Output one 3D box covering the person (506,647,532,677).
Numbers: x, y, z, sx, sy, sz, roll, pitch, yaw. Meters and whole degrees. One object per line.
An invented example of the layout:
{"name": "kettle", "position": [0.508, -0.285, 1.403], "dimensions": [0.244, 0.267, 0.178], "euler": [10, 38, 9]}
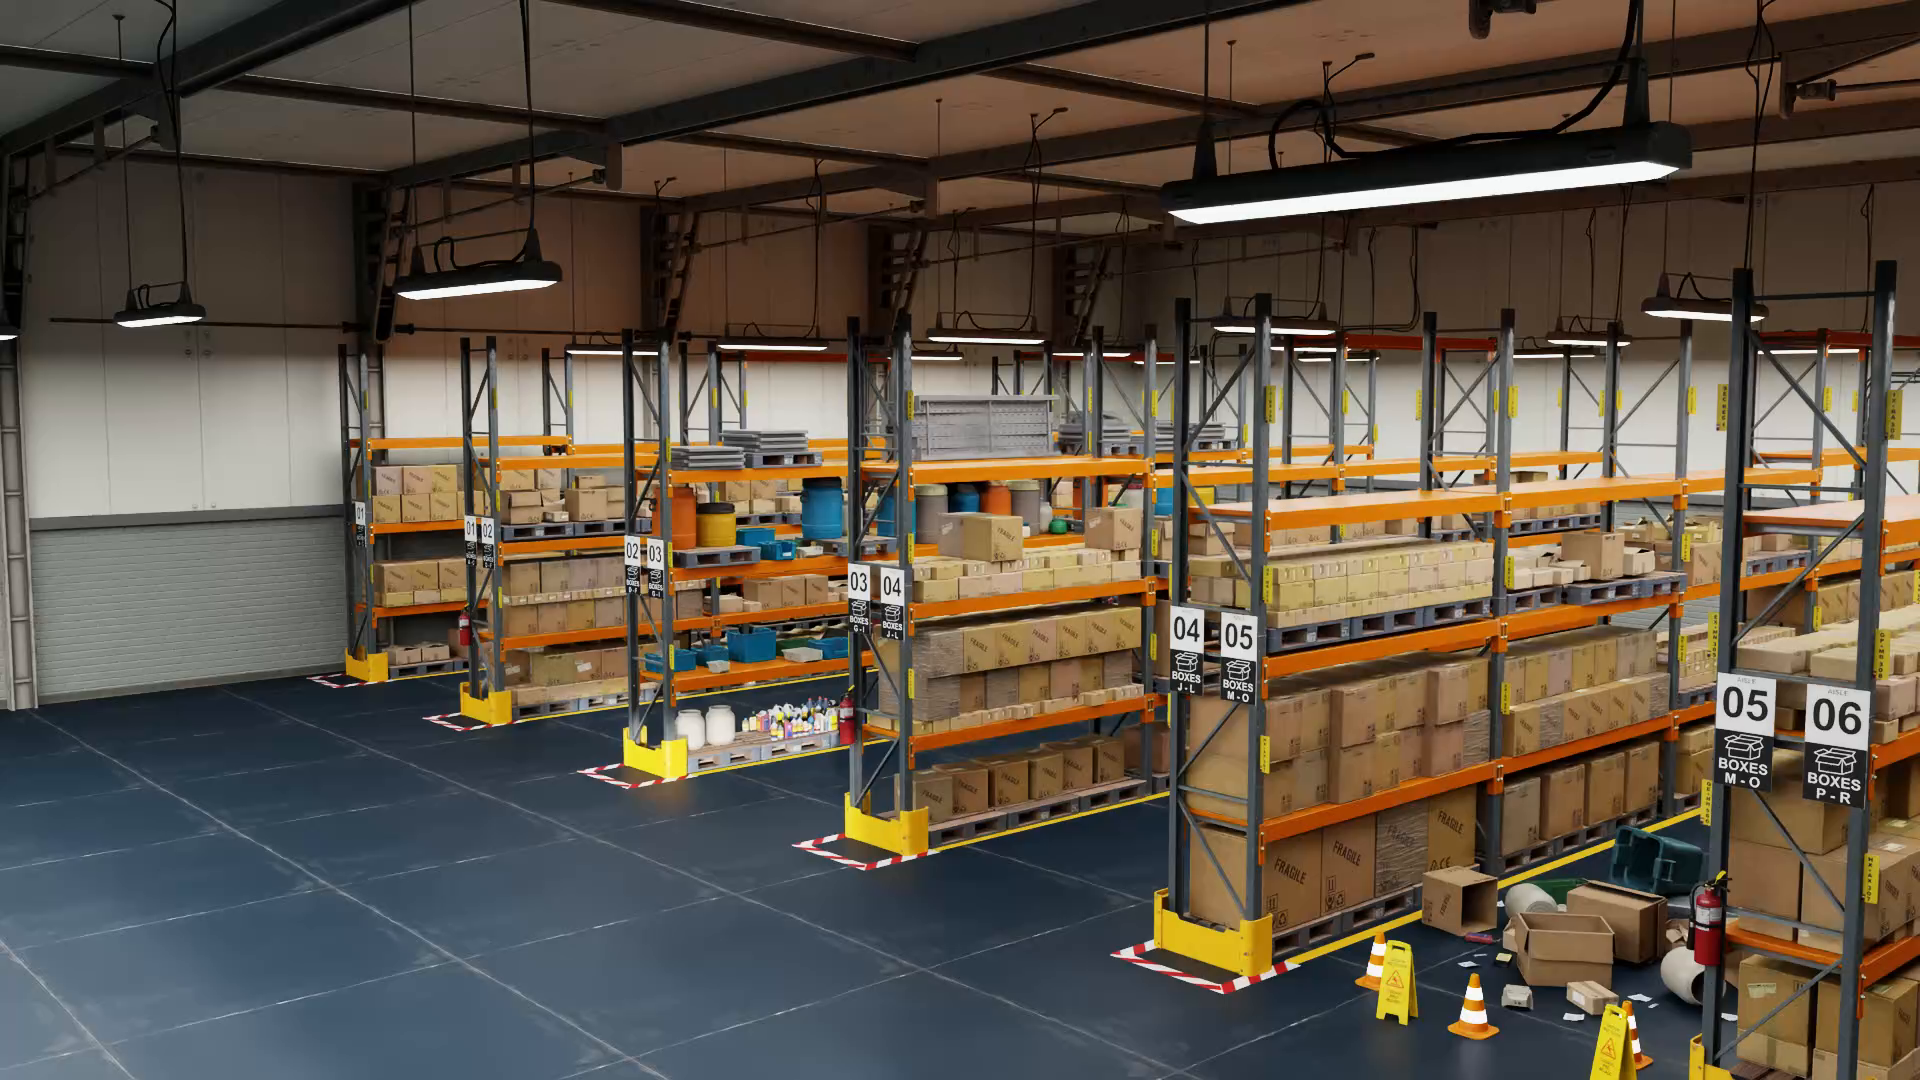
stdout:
{"name": "person", "position": [-7.683, 1.779, 28.562], "dimensions": [0.656, 1.735, 0.817], "euler": [0, 5, -3]}
